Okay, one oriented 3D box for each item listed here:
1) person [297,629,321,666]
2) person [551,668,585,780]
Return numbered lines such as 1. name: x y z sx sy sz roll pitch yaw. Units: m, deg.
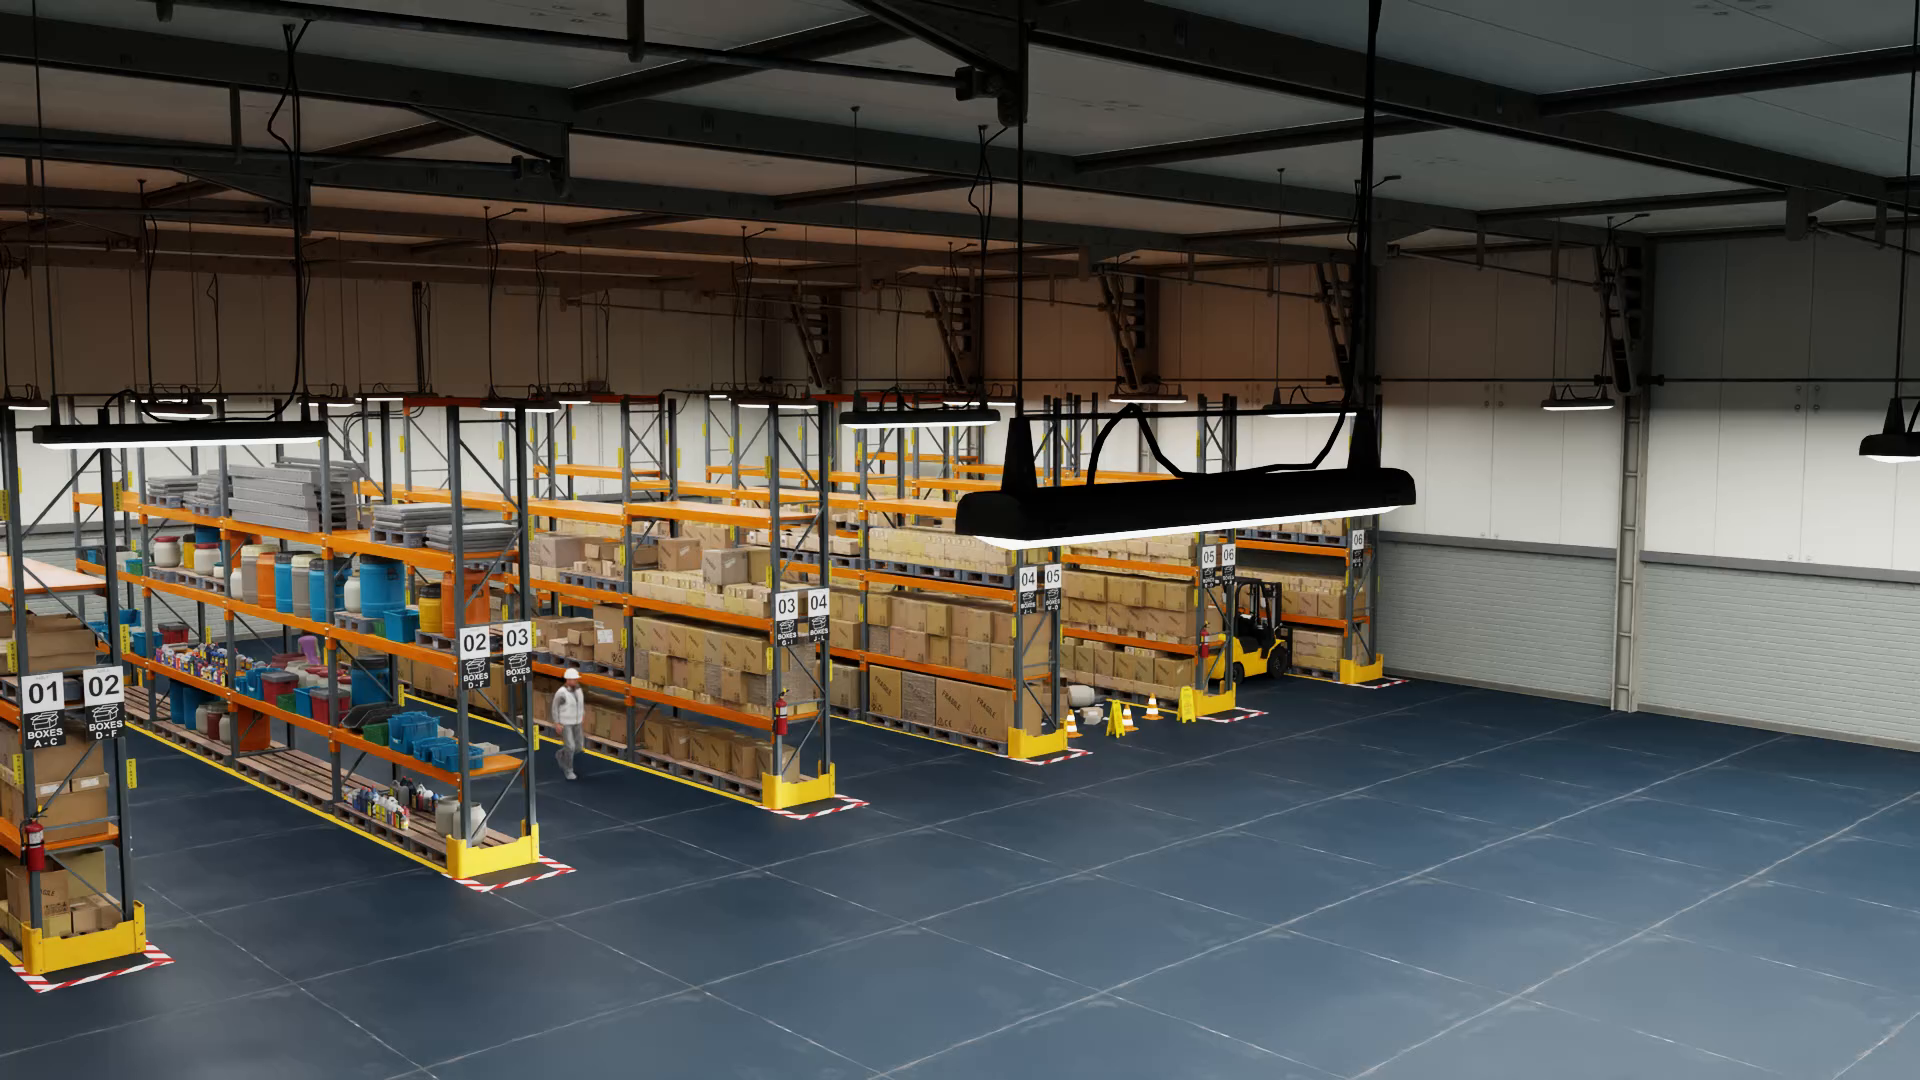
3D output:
1. person: -12.590 2.430 32.170 0.454 1.598 0.435 -1 6 -8
2. person: -6.284 2.903 26.535 0.638 1.755 0.624 4 7 34
